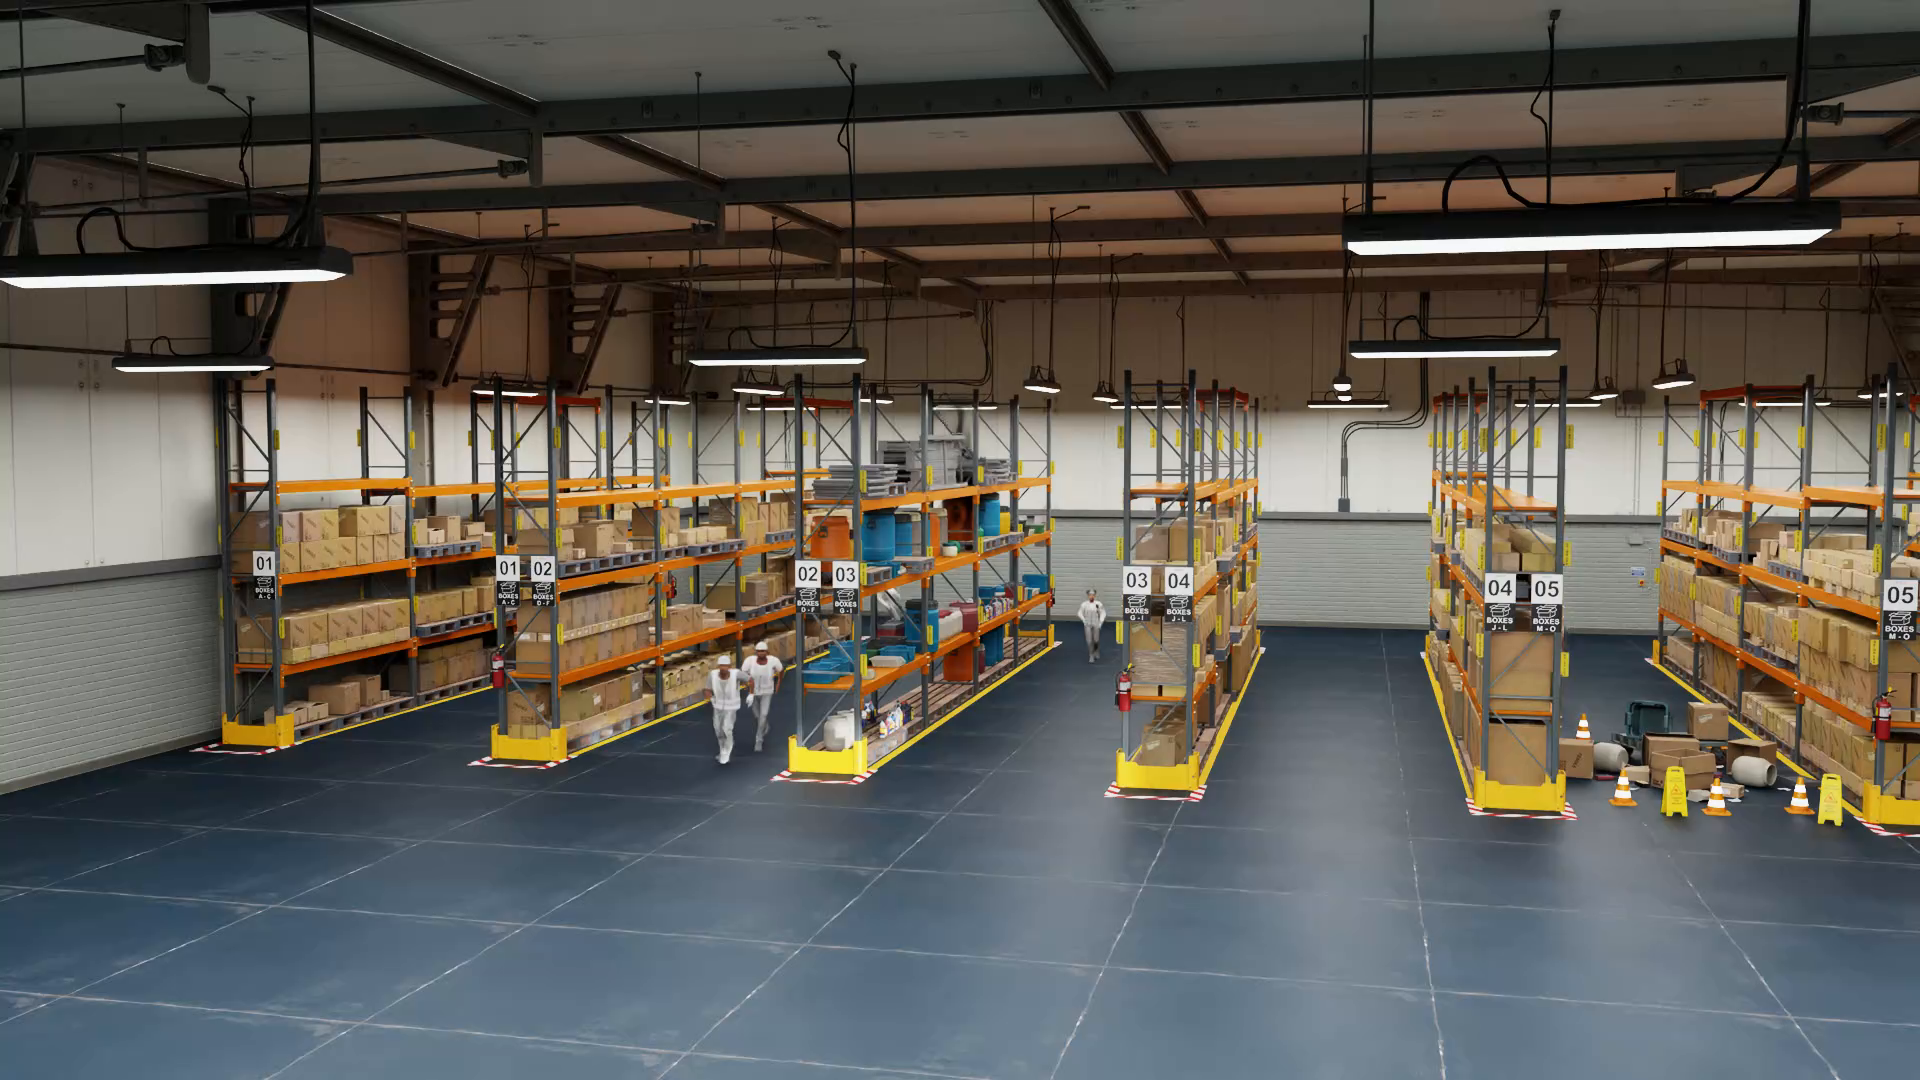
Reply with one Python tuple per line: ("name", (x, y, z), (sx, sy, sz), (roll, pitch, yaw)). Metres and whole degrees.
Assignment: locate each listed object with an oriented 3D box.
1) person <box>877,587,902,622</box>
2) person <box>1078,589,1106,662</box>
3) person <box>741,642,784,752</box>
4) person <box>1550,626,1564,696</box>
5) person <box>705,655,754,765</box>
("person", (-1.772, 1.672, 42.413), (0.685, 1.596, 0.714), (3, 5, 43))
("person", (2.961, 1.925, 37.469), (0.623, 1.662, 0.532), (0, 3, 7))
("person", (-3.235, 2.512, 27.181), (0.700, 1.753, 1.097), (0, 3, 3))
("person", (11.369, 2.164, 32.225), (0.646, 1.840, 0.886), (1, 3, 11))
("person", (-3.560, 2.621, 25.609), (0.736, 1.744, 0.789), (0, 3, 8))
